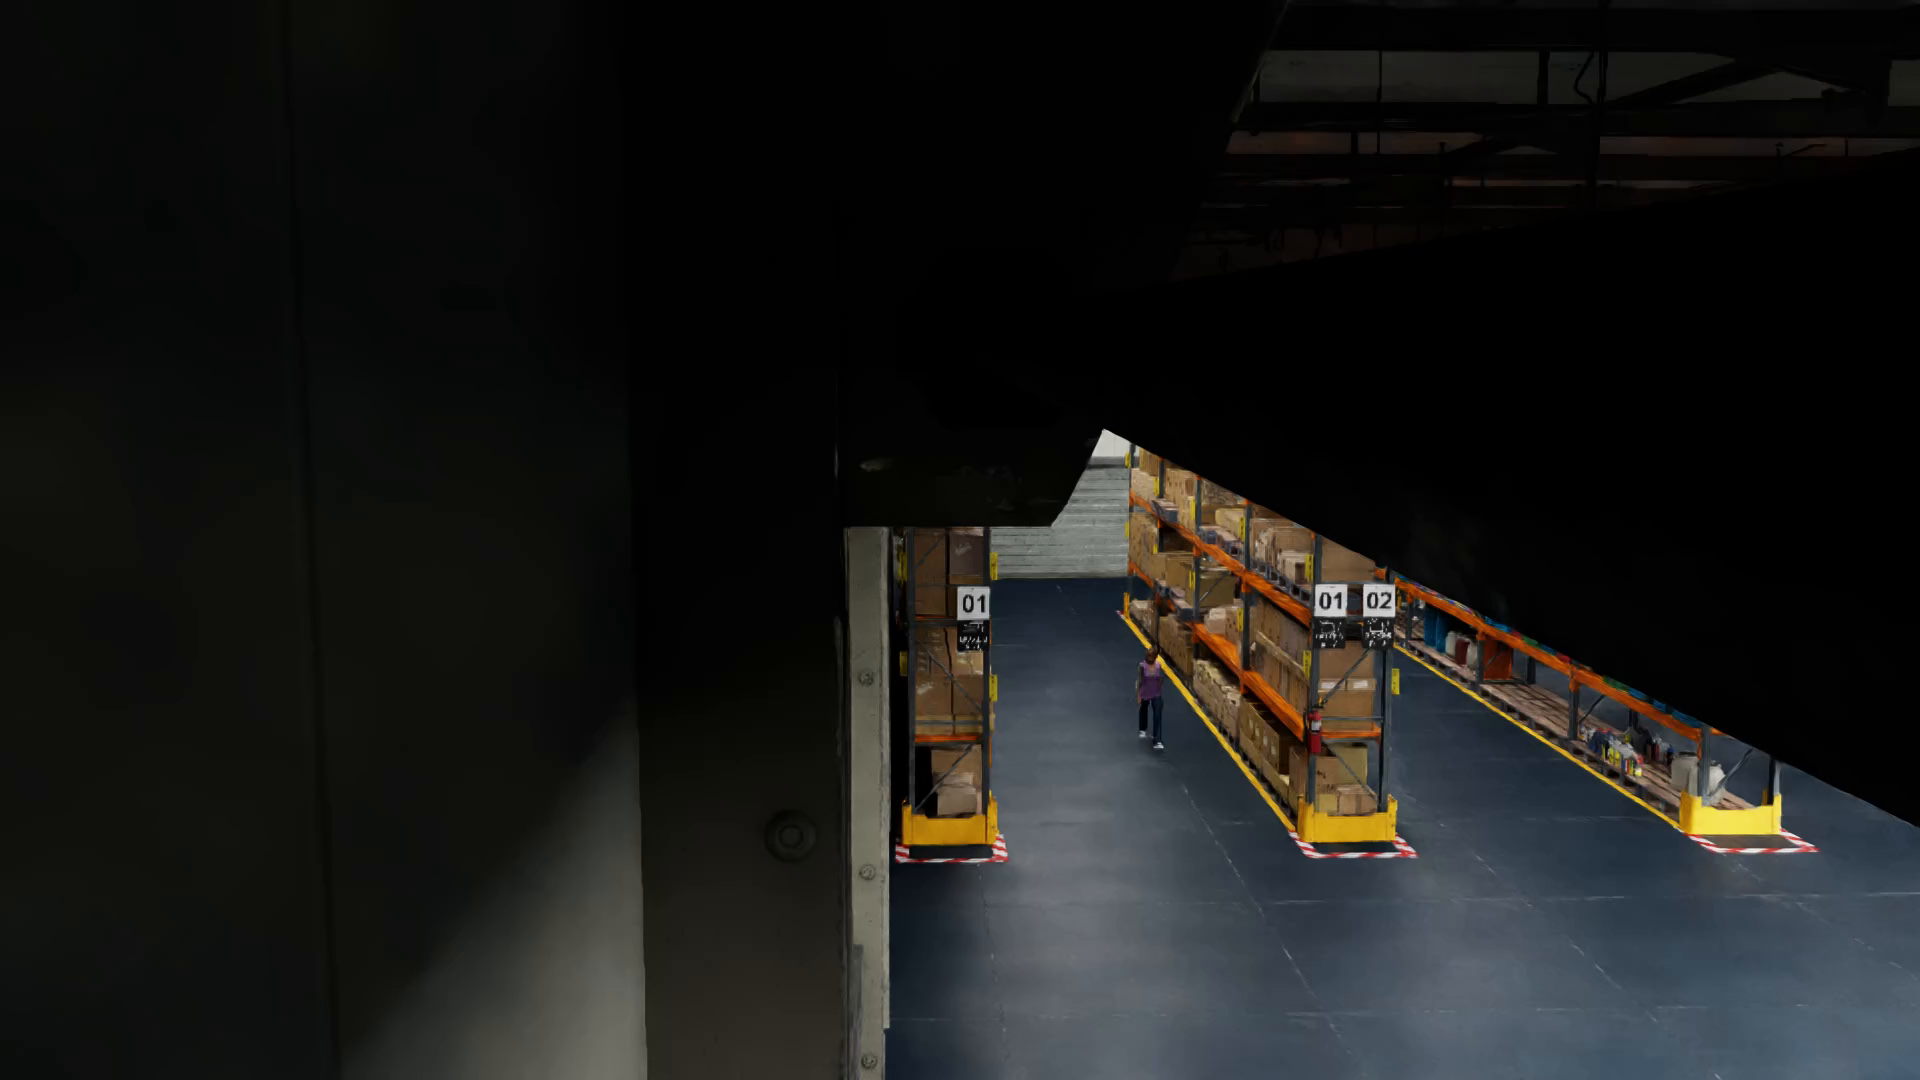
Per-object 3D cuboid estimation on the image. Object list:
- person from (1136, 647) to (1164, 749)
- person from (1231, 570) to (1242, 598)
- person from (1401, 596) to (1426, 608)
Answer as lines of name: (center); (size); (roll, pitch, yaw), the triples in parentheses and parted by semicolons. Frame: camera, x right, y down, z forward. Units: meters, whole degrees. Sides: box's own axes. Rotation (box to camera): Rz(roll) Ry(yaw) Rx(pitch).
person: (2.867, 2.347, 25.185); (0.417, 1.517, 1.037); (0, 7, 0)
person: (6.053, 0.761, 36.480); (0.462, 1.785, 0.675); (2, 8, 16)
person: (10.263, 0.641, 37.510); (0.551, 1.778, 0.636); (0, 7, -4)
